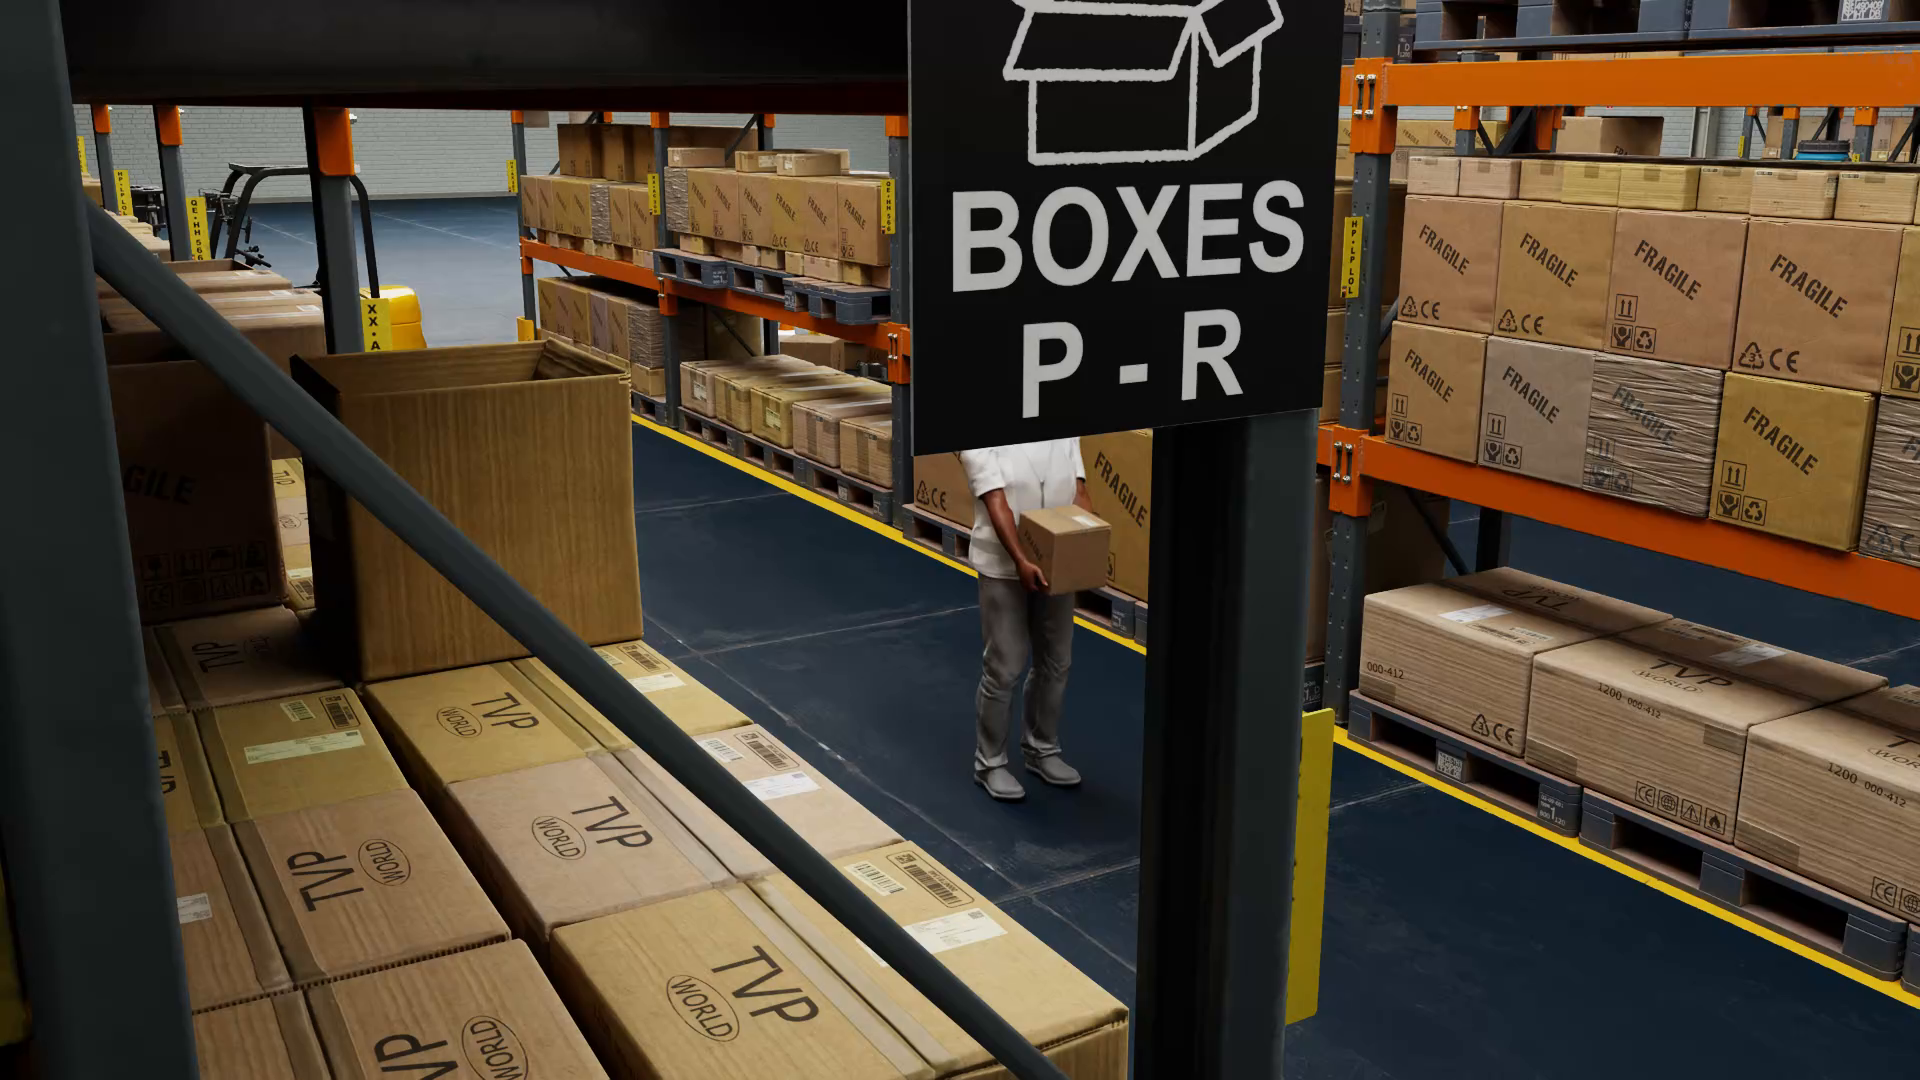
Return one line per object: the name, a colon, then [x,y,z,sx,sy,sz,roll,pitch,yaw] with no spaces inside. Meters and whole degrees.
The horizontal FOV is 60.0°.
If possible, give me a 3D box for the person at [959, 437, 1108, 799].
person: [0.307,0.140,6.446,0.503,1.760,0.577,-8,17,-29]
